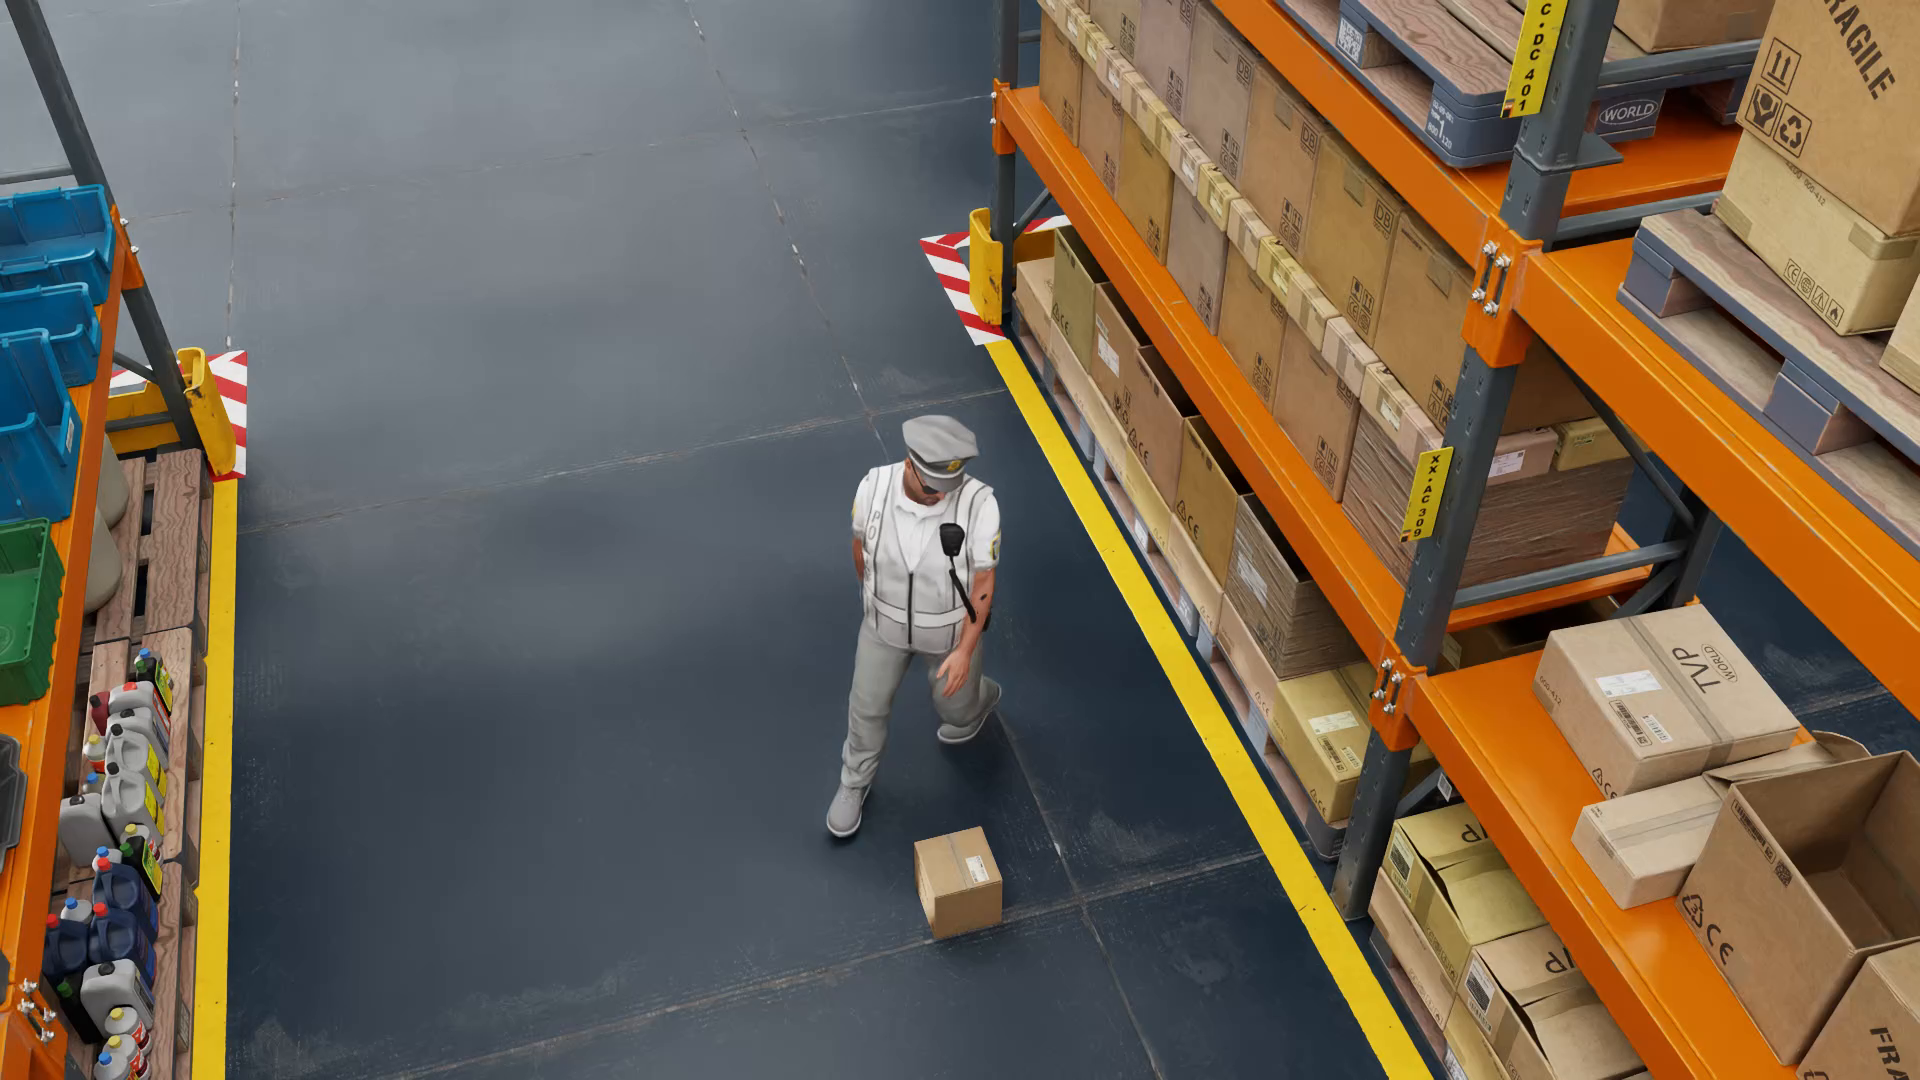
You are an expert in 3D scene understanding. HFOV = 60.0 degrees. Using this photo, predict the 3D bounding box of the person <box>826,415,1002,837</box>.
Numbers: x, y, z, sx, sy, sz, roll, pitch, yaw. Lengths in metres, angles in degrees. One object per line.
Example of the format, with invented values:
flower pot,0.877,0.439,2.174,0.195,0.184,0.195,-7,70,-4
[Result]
person,-0.151,0.266,5.859,0.580,1.709,0.783,9,43,10
